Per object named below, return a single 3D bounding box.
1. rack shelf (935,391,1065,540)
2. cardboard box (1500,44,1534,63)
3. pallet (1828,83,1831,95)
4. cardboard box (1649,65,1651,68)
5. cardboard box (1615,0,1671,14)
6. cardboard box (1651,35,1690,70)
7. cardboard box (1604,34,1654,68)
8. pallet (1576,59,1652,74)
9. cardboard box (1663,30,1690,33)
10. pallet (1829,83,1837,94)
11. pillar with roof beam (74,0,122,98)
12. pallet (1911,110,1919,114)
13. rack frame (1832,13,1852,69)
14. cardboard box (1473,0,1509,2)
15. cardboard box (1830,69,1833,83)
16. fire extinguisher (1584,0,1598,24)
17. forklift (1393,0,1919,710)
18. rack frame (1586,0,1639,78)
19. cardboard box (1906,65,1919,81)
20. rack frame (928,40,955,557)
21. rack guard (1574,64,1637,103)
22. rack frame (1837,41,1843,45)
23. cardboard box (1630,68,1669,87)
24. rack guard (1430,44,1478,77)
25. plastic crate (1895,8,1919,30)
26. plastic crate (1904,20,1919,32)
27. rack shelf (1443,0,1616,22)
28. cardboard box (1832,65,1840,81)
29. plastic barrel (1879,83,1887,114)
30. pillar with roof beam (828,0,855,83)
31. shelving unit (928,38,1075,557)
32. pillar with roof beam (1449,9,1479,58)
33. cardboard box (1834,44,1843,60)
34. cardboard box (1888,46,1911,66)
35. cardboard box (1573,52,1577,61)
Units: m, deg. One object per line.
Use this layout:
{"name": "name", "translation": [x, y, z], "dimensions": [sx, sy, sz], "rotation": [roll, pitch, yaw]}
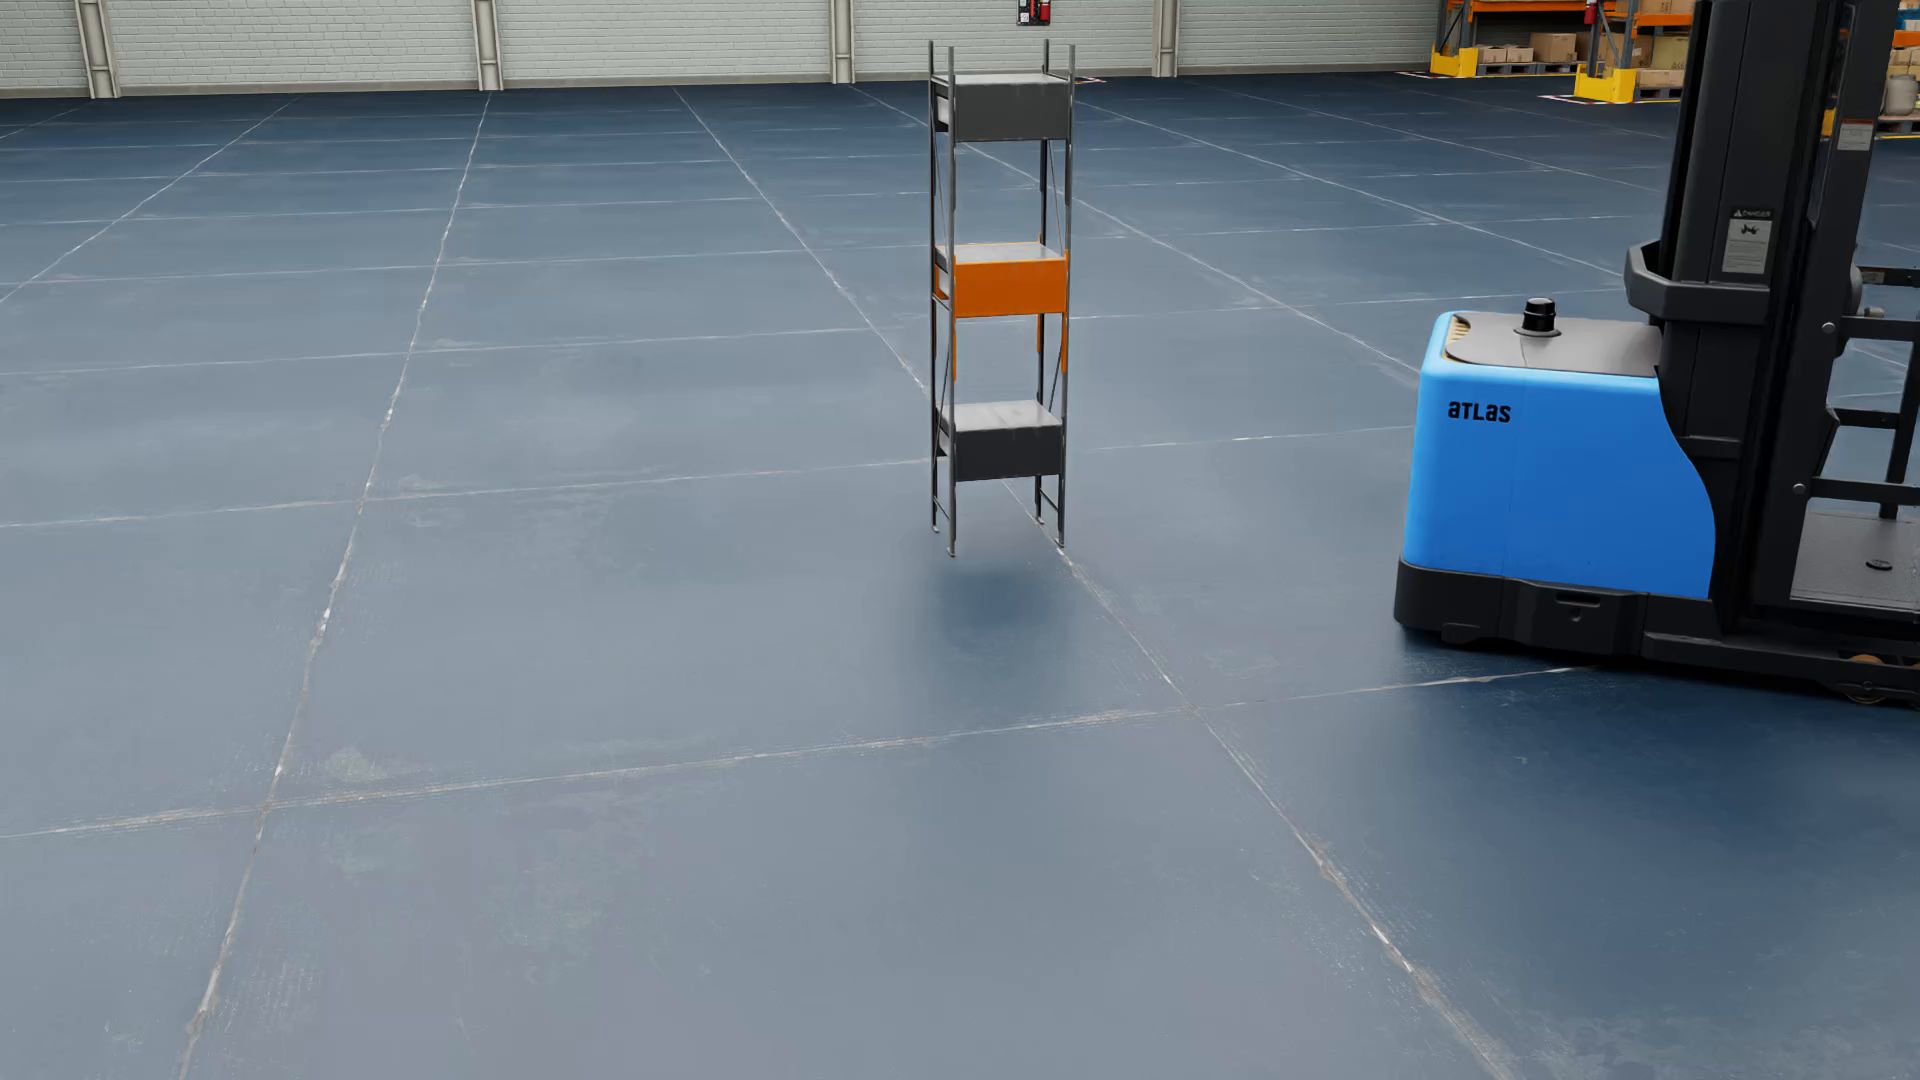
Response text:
{"name": "rack shelf", "translation": [0.161, -0.329, 7.235], "dimensions": [0.480, 0.518, 0.431], "rotation": [-5, 21, -12]}
{"name": "cardboard box", "translation": [10.371, -9.113, 31.100], "dimensions": [0.500, 0.311, 0.500], "rotation": [-3, 20, -8]}
{"name": "pallet", "translation": [13.375, -7.399, 27.207], "dimensions": [1.213, 0.211, 1.003], "rotation": [-5, 21, -12]}
{"name": "cardboard box", "translation": [11.204, -7.532, 26.902], "dimensions": [0.500, 0.250, 0.500], "rotation": [-5, 21, -12]}
{"name": "cardboard box", "translation": [10.723, -8.521, 26.069], "dimensions": [0.500, 0.500, 0.700], "rotation": [-5, 21, -12]}
{"name": "cardboard box", "translation": [11.325, -7.707, 26.291], "dimensions": [0.500, 0.500, 0.500], "rotation": [-5, 21, -12]}
{"name": "cardboard box", "translation": [10.719, -7.841, 26.656], "dimensions": [0.500, 0.500, 0.500], "rotation": [-5, 21, -12]}
{"name": "pallet", "translation": [12.370, -9.041, 31.689], "dimensions": [1.213, 0.211, 1.003], "rotation": [-5, 21, -12]}
{"name": "cardboard box", "translation": [13.728, -9.512, 31.915], "dimensions": [0.500, 0.500, 0.700], "rotation": [-4, 20, -11]}
{"name": "pallet", "translation": [14.867, -7.520, 27.536], "dimensions": [1.213, 0.211, 1.003], "rotation": [-5, 21, -12]}
{"name": "pillar with roof beam", "translation": [-12.761, -9.920, 21.313], "dimensions": [0.400, 9.000, 9.100], "rotation": [-5, 21, -12]}
{"name": "pallet", "translation": [13.442, -5.653, 22.440], "dimensions": [1.213, 0.211, 1.003], "rotation": [-5, 21, -12]}
{"name": "rack frame", "translation": [11.402, -6.783, 21.470], "dimensions": [0.127, 3.000, 1.000], "rotation": [-5, 21, -12]}
{"name": "cardboard box", "translation": [9.670, -9.970, 30.360], "dimensions": [0.500, 0.250, 0.500], "rotation": [-5, 21, -14]}
{"name": "cardboard box", "translation": [13.758, -7.554, 26.962], "dimensions": [0.500, 0.250, 0.500], "rotation": [-5, 21, -12]}
{"name": "fire extinguisher", "translation": [10.044, -8.551, 26.409], "dimensions": [0.183, 0.674, 0.296], "rotation": [-5, 21, -12]}
{"name": "forklift", "translation": [3.218, -0.993, 5.763], "dimensions": [3.031, 2.935, 1.130], "rotation": [7, 21, 17]}
{"name": "rack frame", "translation": [10.266, -8.441, 25.997], "dimensions": [0.127, 3.000, 1.000], "rotation": [-5, 21, -12]}
{"name": "cardboard box", "translation": [15.609, -7.695, 27.346], "dimensions": [0.500, 0.250, 0.500], "rotation": [-5, 21, -14]}
{"name": "rack frame", "translation": [-0.076, -0.980, 6.936], "dimensions": [0.015, 2.100, 0.400], "rotation": [-5, 21, -12]}
{"name": "rack guard", "translation": [10.243, -7.265, 26.422], "dimensions": [0.348, 0.500, 1.175], "rotation": [-5, 21, -12]}
{"name": "rack frame", "translation": [16.908, -10.732, 32.251], "dimensions": [0.127, 3.000, 1.000], "rotation": [-5, 21, -12]}
{"name": "cardboard box", "translation": [10.839, -7.315, 26.310], "dimensions": [0.500, 0.250, 0.500], "rotation": [-5, 21, -12]}
{"name": "rack guard", "translation": [9.196, -8.931, 30.969], "dimensions": [0.348, 0.500, 1.175], "rotation": [-5, 21, -12]}
{"name": "plastic crate", "translation": [12.454, -6.902, 22.012], "dimensions": [0.408, 0.251, 0.499], "rotation": [-5, 21, -12]}
{"name": "plastic crate", "translation": [12.347, -6.622, 21.414], "dimensions": [0.250, 0.136, 0.298], "rotation": [-5, 21, -12]}
{"name": "rack shelf", "translation": [11.069, -9.919, 31.078], "dimensions": [4.000, 0.370, 1.077], "rotation": [-5, 21, -12]}
{"name": "cardboard box", "translation": [14.608, -7.613, 27.123], "dimensions": [0.500, 0.250, 0.500], "rotation": [-5, 21, -14]}
{"name": "plastic barrel", "translation": [12.025, -5.889, 22.037], "dimensions": [0.421, 0.512, 0.421], "rotation": [0, 20, 0]}
{"name": "pillar with roof beam", "translation": [-1.083, -10.870, 23.906], "dimensions": [0.400, 9.000, 9.100], "rotation": [-5, 21, -12]}
{"name": "shelving unit", "translation": [0.161, -0.999, 6.989], "dimensions": [0.503, 2.100, 0.431], "rotation": [-5, 21, -12]}
{"name": "pillar with roof beam", "translation": [10.595, -11.820, 26.499], "dimensions": [0.400, 9.000, 9.100], "rotation": [-5, 21, -12]}
{"name": "cardboard box", "translation": [14.487, -8.055, 27.515], "dimensions": [0.500, 0.311, 0.500], "rotation": [-5, 21, -12]}
{"name": "cardboard box", "translation": [15.107, -7.914, 27.130], "dimensions": [0.500, 0.311, 0.500], "rotation": [-5, 21, -13]}
{"name": "cardboard box", "translation": [11.454, -9.164, 31.474], "dimensions": [0.250, 0.149, 0.380], "rotation": [-6, 21, -17]}
